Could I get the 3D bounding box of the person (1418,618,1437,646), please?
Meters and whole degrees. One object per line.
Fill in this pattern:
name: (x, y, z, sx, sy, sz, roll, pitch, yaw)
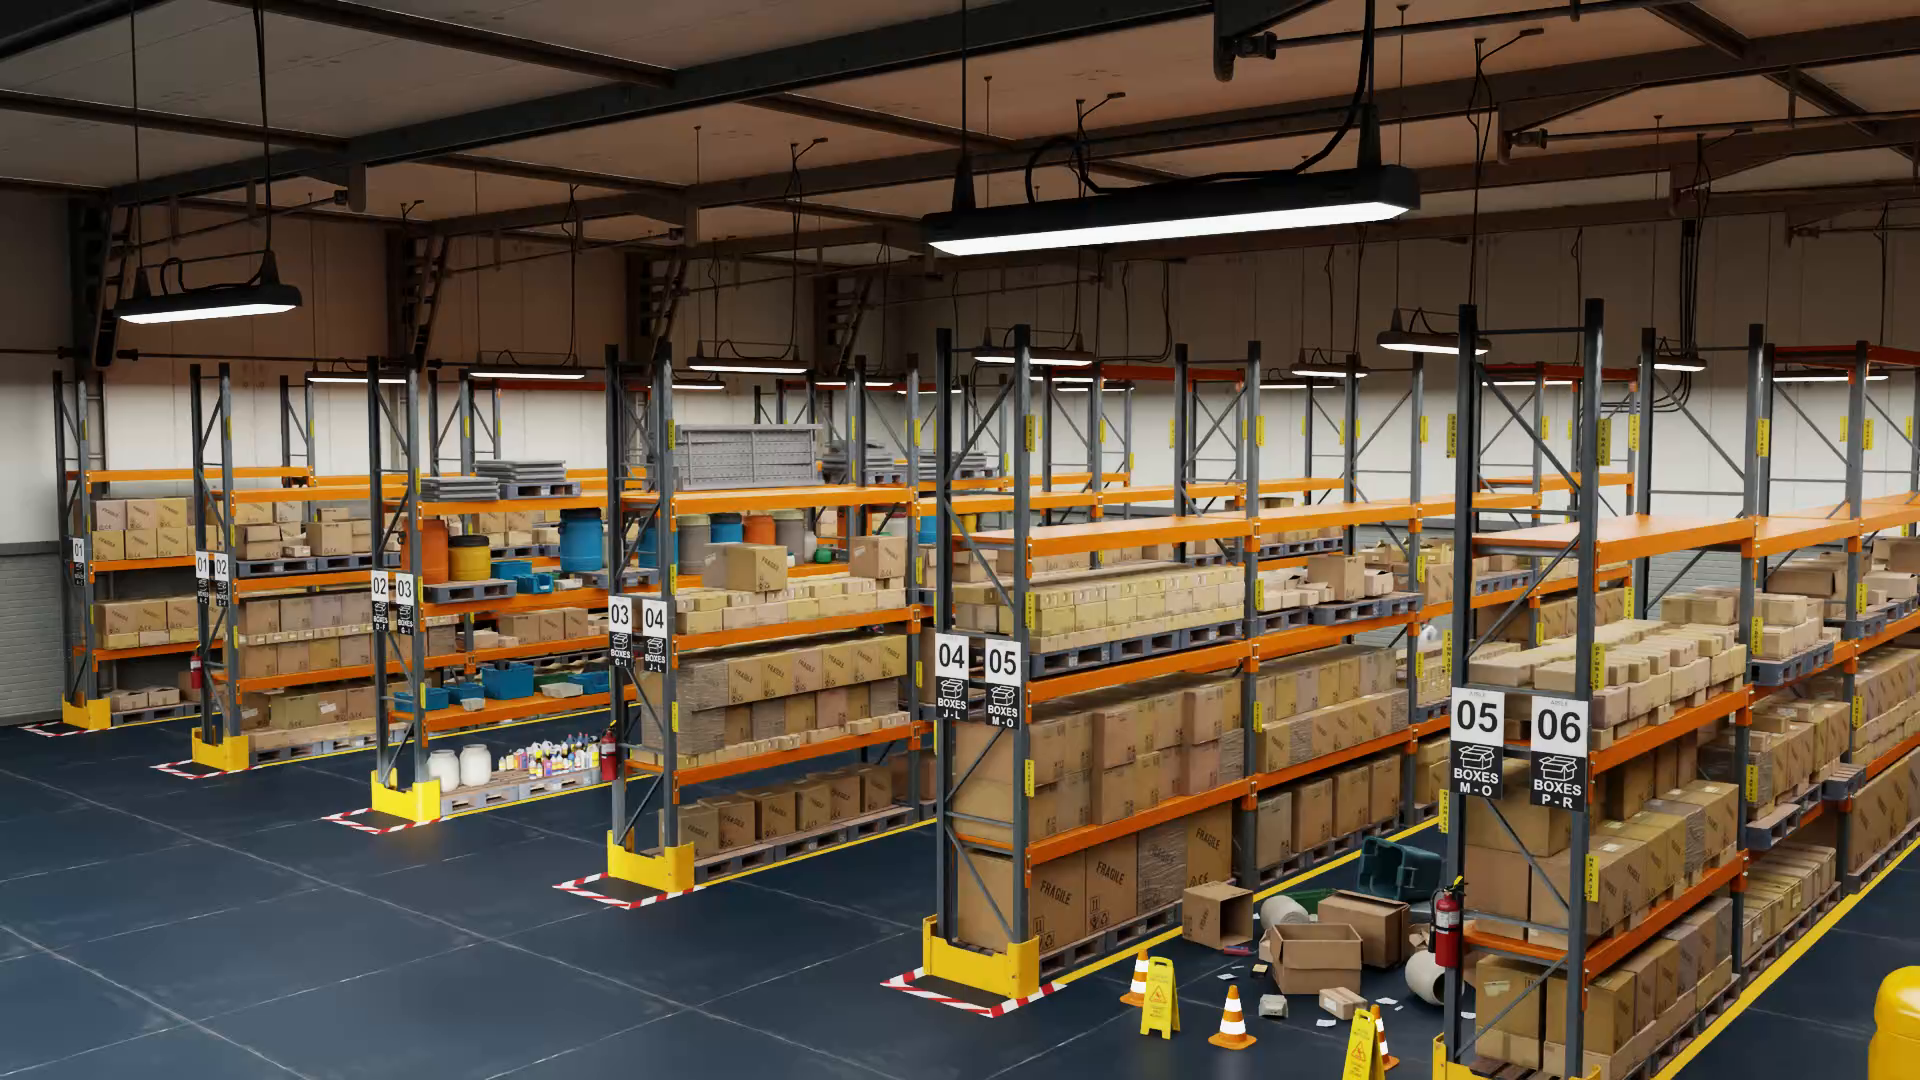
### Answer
person: (8.461, 2.125, 30.273, 0.497, 1.731, 1.061, 3, 5, 36)
